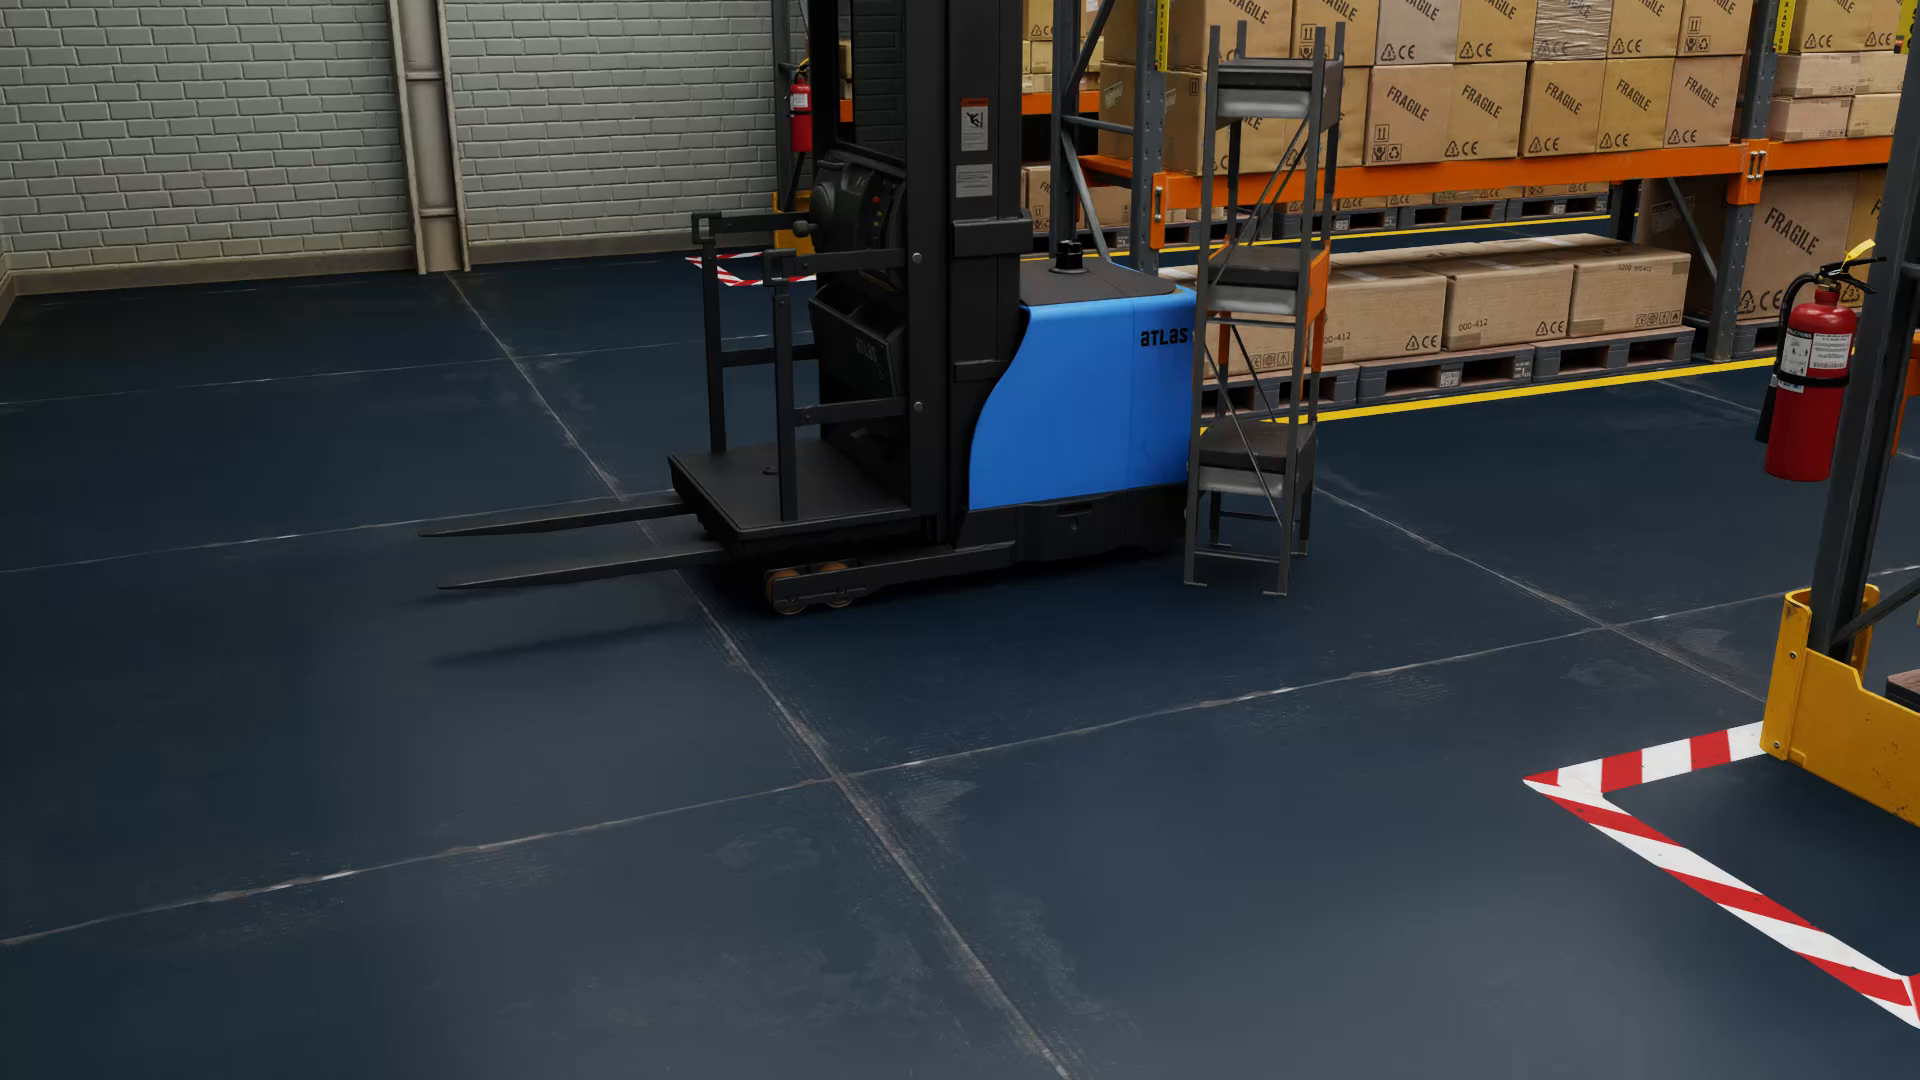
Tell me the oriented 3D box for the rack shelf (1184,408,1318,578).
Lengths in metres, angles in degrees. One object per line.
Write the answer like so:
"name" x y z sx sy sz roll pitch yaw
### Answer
"rack shelf" 1.150 -0.196 6.565 0.431 0.518 0.480 7 21 19

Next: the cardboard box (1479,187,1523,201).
"cardboard box" 4.869 -3.438 15.401 0.500 0.500 0.500 -7 21 -20

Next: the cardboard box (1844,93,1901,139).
"cardboard box" 5.395 -2.608 10.138 0.500 0.250 0.500 -9 21 -23

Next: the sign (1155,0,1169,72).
"sign" 0.953 -2.382 7.849 0.005 0.325 0.100 -8 21 -22

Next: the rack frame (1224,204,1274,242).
"rack frame" 2.442 -4.146 14.281 0.127 3.000 1.000 -8 21 -22

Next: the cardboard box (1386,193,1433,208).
"cardboard box" 3.921 -3.297 15.002 0.500 0.500 0.500 -9 21 -24

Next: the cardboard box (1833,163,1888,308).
"cardboard box" 5.776 -2.056 10.911 0.875 0.875 0.875 -8 21 -20

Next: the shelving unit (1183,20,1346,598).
"shelving unit" 1.150 -0.869 6.328 0.431 2.100 0.503 7 21 19

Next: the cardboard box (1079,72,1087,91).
"cardboard box" 0.826 -3.711 13.423 0.250 0.149 0.380 -8 21 -22

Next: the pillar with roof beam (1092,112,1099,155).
"pillar with roof beam" 3.151 -5.846 10.076 0.400 9.000 9.100 -8 21 -22

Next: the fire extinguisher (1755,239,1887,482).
"fire extinguisher" 2.379 -0.506 4.620 0.183 0.674 0.296 -8 21 -22

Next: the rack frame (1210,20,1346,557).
"rack frame" 1.234 -0.945 6.544 0.400 2.100 0.015 7 21 19

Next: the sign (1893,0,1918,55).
"sign" 2.591 -1.478 4.483 0.005 0.325 0.100 -8 21 -22

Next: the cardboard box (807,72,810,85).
"cardboard box" -1.032 -3.627 13.184 0.250 0.149 0.380 -8 21 -23

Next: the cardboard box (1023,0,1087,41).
"cardboard box" 0.670 -4.218 13.134 0.500 0.500 0.500 -8 21 -21

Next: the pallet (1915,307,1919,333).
"pallet" 6.213 -1.604 11.259 1.213 0.211 1.003 -8 21 -22

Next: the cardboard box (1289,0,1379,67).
"cardboard box" 1.764 -2.672 8.438 0.500 0.500 0.500 -9 21 -23

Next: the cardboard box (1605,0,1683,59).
"cardboard box" 3.619 -2.941 9.202 0.500 0.500 0.500 -8 21 -23

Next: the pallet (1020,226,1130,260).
"pallet" 0.690 -2.579 14.029 1.213 0.211 1.003 -8 21 -22

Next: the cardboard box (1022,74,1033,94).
"cardboard box" 0.383 -3.615 13.151 0.250 0.149 0.380 -9 21 -23

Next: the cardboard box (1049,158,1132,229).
"cardboard box" 1.122 -2.928 13.952 0.500 0.500 0.700 -9 21 -24

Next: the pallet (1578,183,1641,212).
"pallet" 6.887 -3.453 16.512 1.213 0.211 1.003 -8 21 -22

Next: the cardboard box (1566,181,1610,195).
"cardboard box" 5.812 -3.570 15.776 0.500 0.500 0.500 -8 21 -20

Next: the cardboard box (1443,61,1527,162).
"cardboard box" 2.675 -2.337 8.992 0.500 0.500 0.500 -7 21 -20

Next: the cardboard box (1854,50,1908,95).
"cardboard box" 5.395 -2.847 10.064 0.500 0.250 0.500 -8 21 -21

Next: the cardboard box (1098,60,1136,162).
"cardboard box" 1.077 -2.298 8.881 0.500 0.500 0.500 -8 21 -22

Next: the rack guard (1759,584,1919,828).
"rack guard" 2.862 0.559 4.683 0.348 0.500 1.175 -8 21 -22

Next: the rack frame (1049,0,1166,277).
"rack frame" 0.739 -2.107 8.489 0.127 3.000 1.000 -8 21 -22

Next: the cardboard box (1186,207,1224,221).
"cardboard box" 2.047 -2.837 14.222 0.250 0.149 0.380 -9 21 -24

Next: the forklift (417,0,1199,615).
"forklift" -0.580 -1.301 6.304 3.031 2.935 1.130 -8 21 -22

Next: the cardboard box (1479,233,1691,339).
"cardboard box" 3.793 -1.573 10.197 0.875 0.438 0.875 -8 21 -23

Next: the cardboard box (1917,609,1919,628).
"cardboard box" 3.164 0.239 5.038 0.250 0.149 0.380 -9 21 -23

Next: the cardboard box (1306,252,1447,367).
"cardboard box" 2.143 -1.336 9.527 0.875 0.438 0.875 -8 21 -20

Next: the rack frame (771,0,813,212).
"rack frame" -1.230 -3.620 12.786 0.127 3.000 1.000 -8 21 -22

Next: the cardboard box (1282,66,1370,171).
"cardboard box" 1.747 -2.204 8.616 0.500 0.500 0.500 -8 21 -23

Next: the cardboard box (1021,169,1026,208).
"cardboard box" 0.169 -2.791 13.564 0.500 0.500 0.700 -7 21 -20

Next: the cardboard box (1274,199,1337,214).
"cardboard box" 2.976 -3.160 14.612 0.500 0.500 0.500 -7 21 -20

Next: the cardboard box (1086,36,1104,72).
"cardboard box" 1.154 -3.942 13.480 0.500 0.250 0.500 -8 21 -22

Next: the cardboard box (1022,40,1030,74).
"cardboard box" 0.220 -3.801 13.079 0.500 0.250 0.500 -9 21 -23

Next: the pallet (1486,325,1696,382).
"pallet" 3.683 -1.241 10.230 1.213 0.211 1.003 -8 21 -22

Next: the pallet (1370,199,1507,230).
"pallet" 4.296 -3.111 15.540 1.213 0.211 1.003 -8 21 -22

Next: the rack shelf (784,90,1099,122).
"rack shelf" 0.606 -3.544 13.653 4.000 0.370 1.077 -8 21 -22

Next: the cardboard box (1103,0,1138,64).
"cardboard box" 1.088 -2.761 8.692 0.500 0.500 0.500 -7 21 -20

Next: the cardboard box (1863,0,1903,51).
"cardboard box" 5.386 -3.197 9.930 0.500 0.500 0.500 -8 21 -22

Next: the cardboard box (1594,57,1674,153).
"cardboard box" 3.617 -2.472 9.375 0.500 0.500 0.500 -9 21 -23

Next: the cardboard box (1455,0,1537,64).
"cardboard box" 2.692 -2.808 8.824 0.500 0.500 0.500 -8 21 -22

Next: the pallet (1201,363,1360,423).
"pallet" 1.442 -0.920 9.318 1.213 0.211 1.003 -8 21 -22

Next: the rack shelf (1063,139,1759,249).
"rack shelf" 2.576 -2.030 9.355 4.000 0.370 1.077 -8 21 -22
